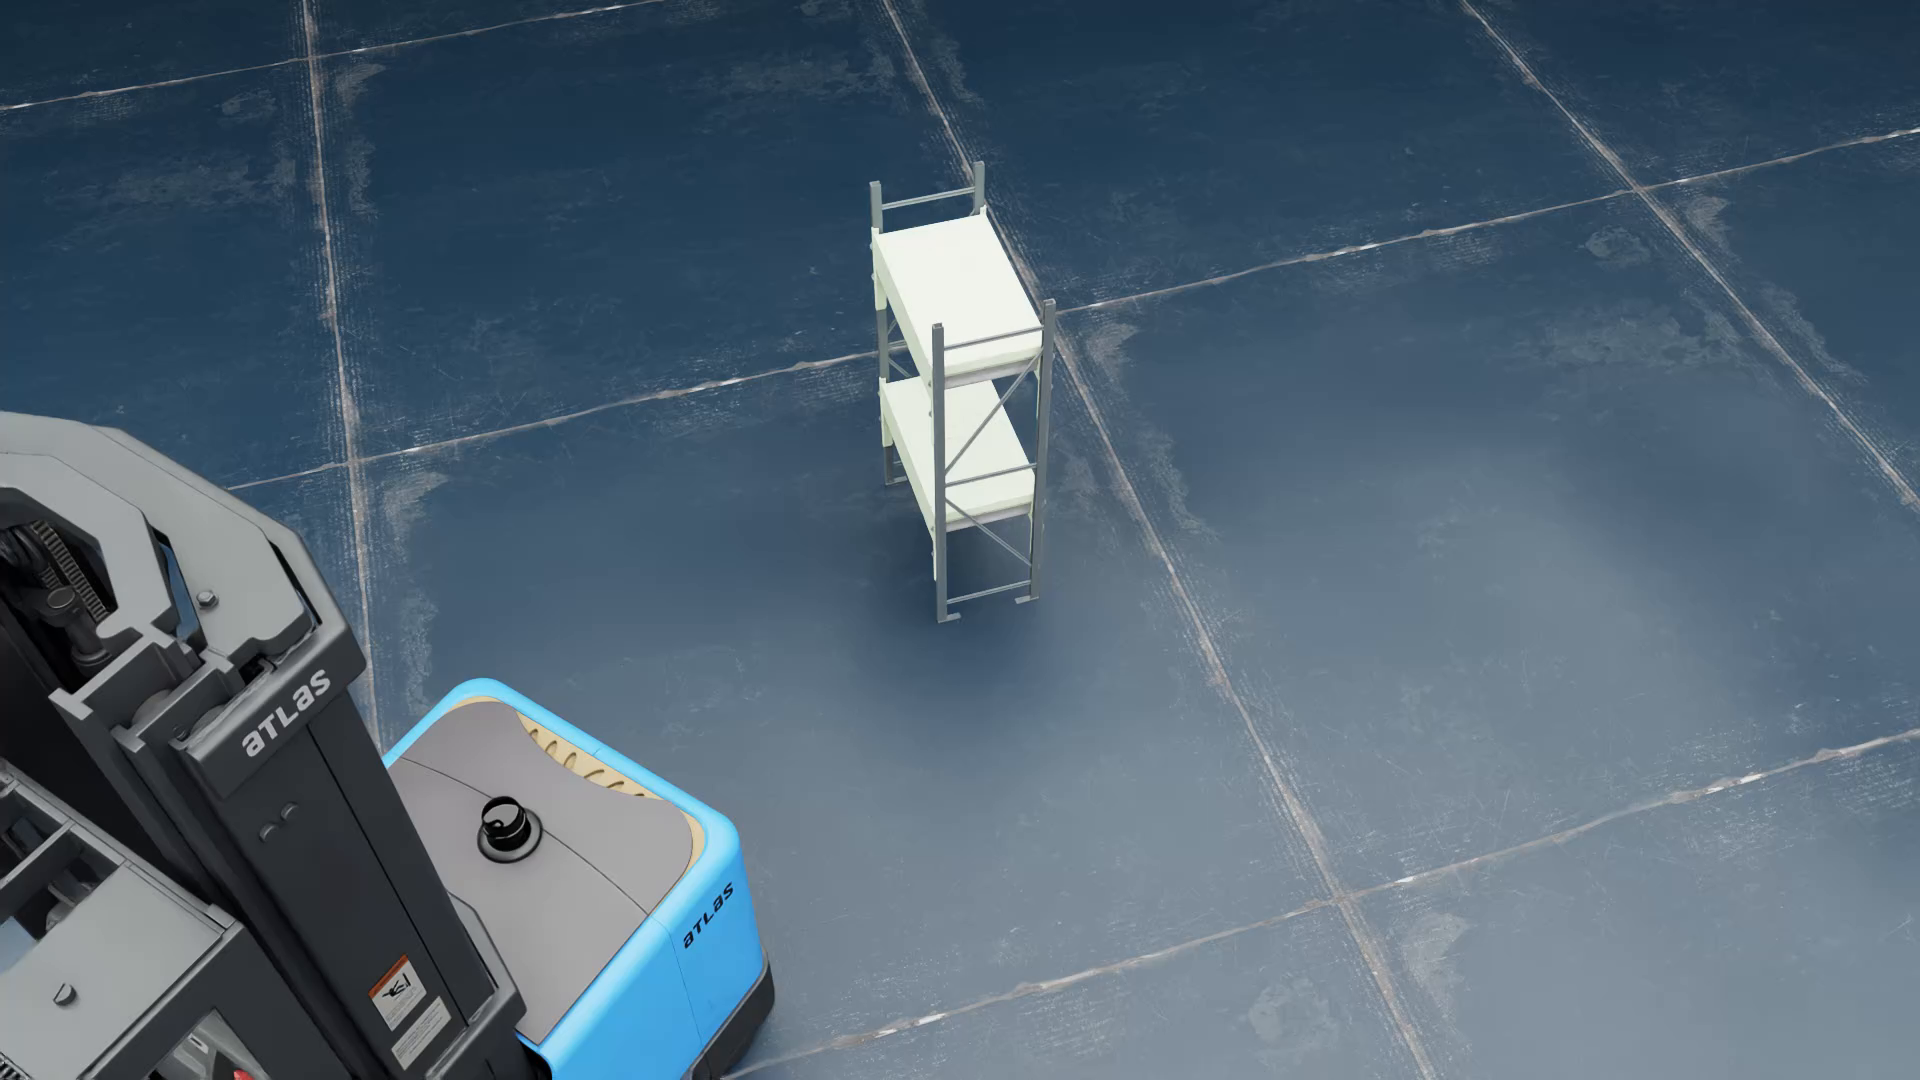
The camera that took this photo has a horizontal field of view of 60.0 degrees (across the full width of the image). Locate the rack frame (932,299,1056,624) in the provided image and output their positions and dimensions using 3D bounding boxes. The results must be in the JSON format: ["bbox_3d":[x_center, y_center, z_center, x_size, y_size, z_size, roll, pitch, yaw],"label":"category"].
[{"bbox_3d":[0.106,-0.221,5.745,0.400,1.500,0.023,-13,51,-11],"label":"rack frame"}]

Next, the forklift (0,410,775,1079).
[{"bbox_3d":[-1.804,1.271,3.551,1.130,2.935,3.031,26,55,20],"label":"forklift"}]

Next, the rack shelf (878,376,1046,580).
[{"bbox_3d":[-0.002,-0.278,6.220,0.431,0.370,0.720,-13,51,-11],"label":"rack shelf"}]

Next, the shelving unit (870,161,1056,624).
[{"bbox_3d":[-0.002,-0.488,5.970,0.431,1.500,0.755,-13,51,-11],"label":"shelving unit"}]

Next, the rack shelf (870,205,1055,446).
[{"bbox_3d":[-0.002,-0.740,5.672,0.431,0.370,0.720,-13,51,-11],"label":"rack shelf"}]

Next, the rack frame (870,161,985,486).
[{"bbox_3d":[-0.110,-0.756,6.196,0.400,1.500,0.023,-13,51,-11],"label":"rack frame"}]
